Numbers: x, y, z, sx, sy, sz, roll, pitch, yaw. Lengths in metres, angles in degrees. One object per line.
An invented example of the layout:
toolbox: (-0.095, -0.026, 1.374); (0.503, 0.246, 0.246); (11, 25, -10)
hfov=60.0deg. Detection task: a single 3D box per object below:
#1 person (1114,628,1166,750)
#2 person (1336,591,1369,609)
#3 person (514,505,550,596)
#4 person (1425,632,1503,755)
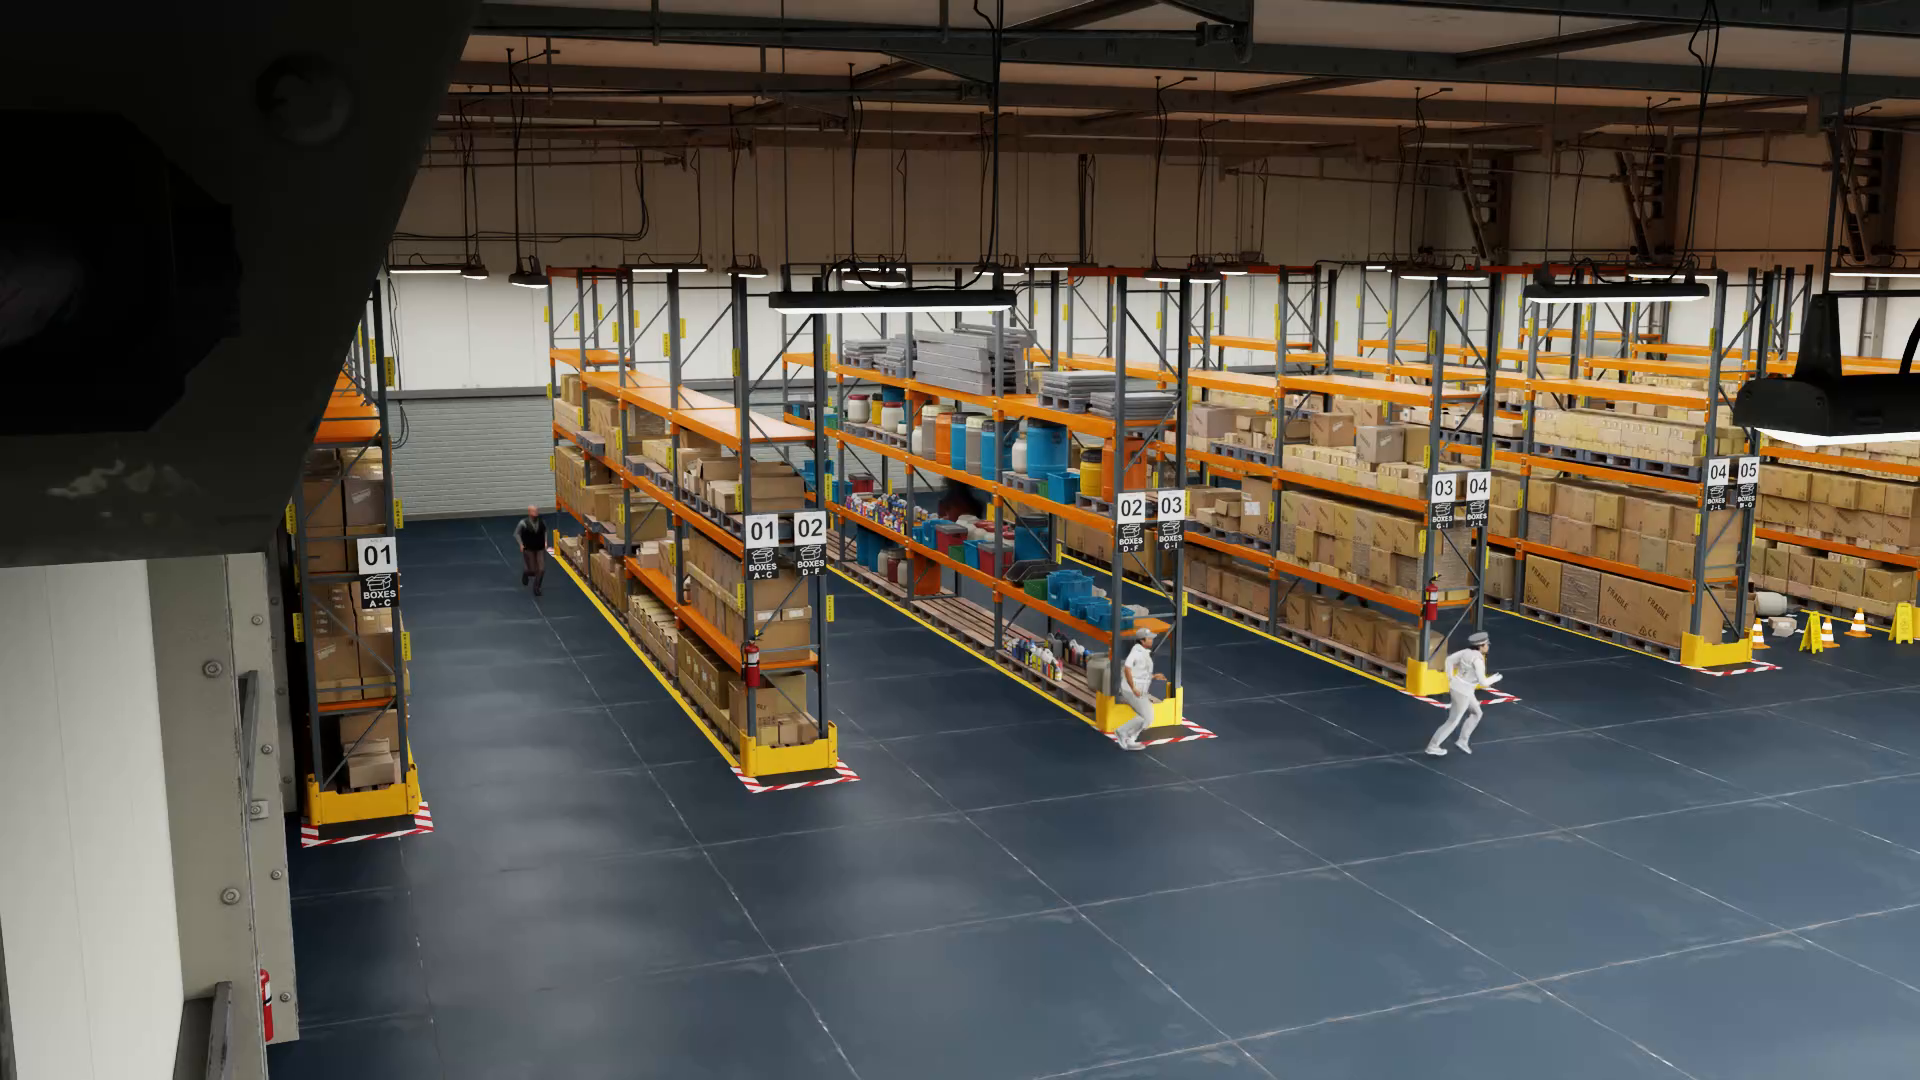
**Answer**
person: (2.284, 1.906, 21.102); (0.639, 1.612, 0.601); (2, 10, 11)
person: (6.966, 0.506, 28.958); (0.658, 1.569, 1.144); (-3, 10, -19)
person: (-7.945, 0.175, 30.913); (0.674, 1.678, 0.622); (-6, 12, -33)
person: (6.327, 1.944, 20.873); (0.916, 1.627, 0.599); (0, 10, 2)
